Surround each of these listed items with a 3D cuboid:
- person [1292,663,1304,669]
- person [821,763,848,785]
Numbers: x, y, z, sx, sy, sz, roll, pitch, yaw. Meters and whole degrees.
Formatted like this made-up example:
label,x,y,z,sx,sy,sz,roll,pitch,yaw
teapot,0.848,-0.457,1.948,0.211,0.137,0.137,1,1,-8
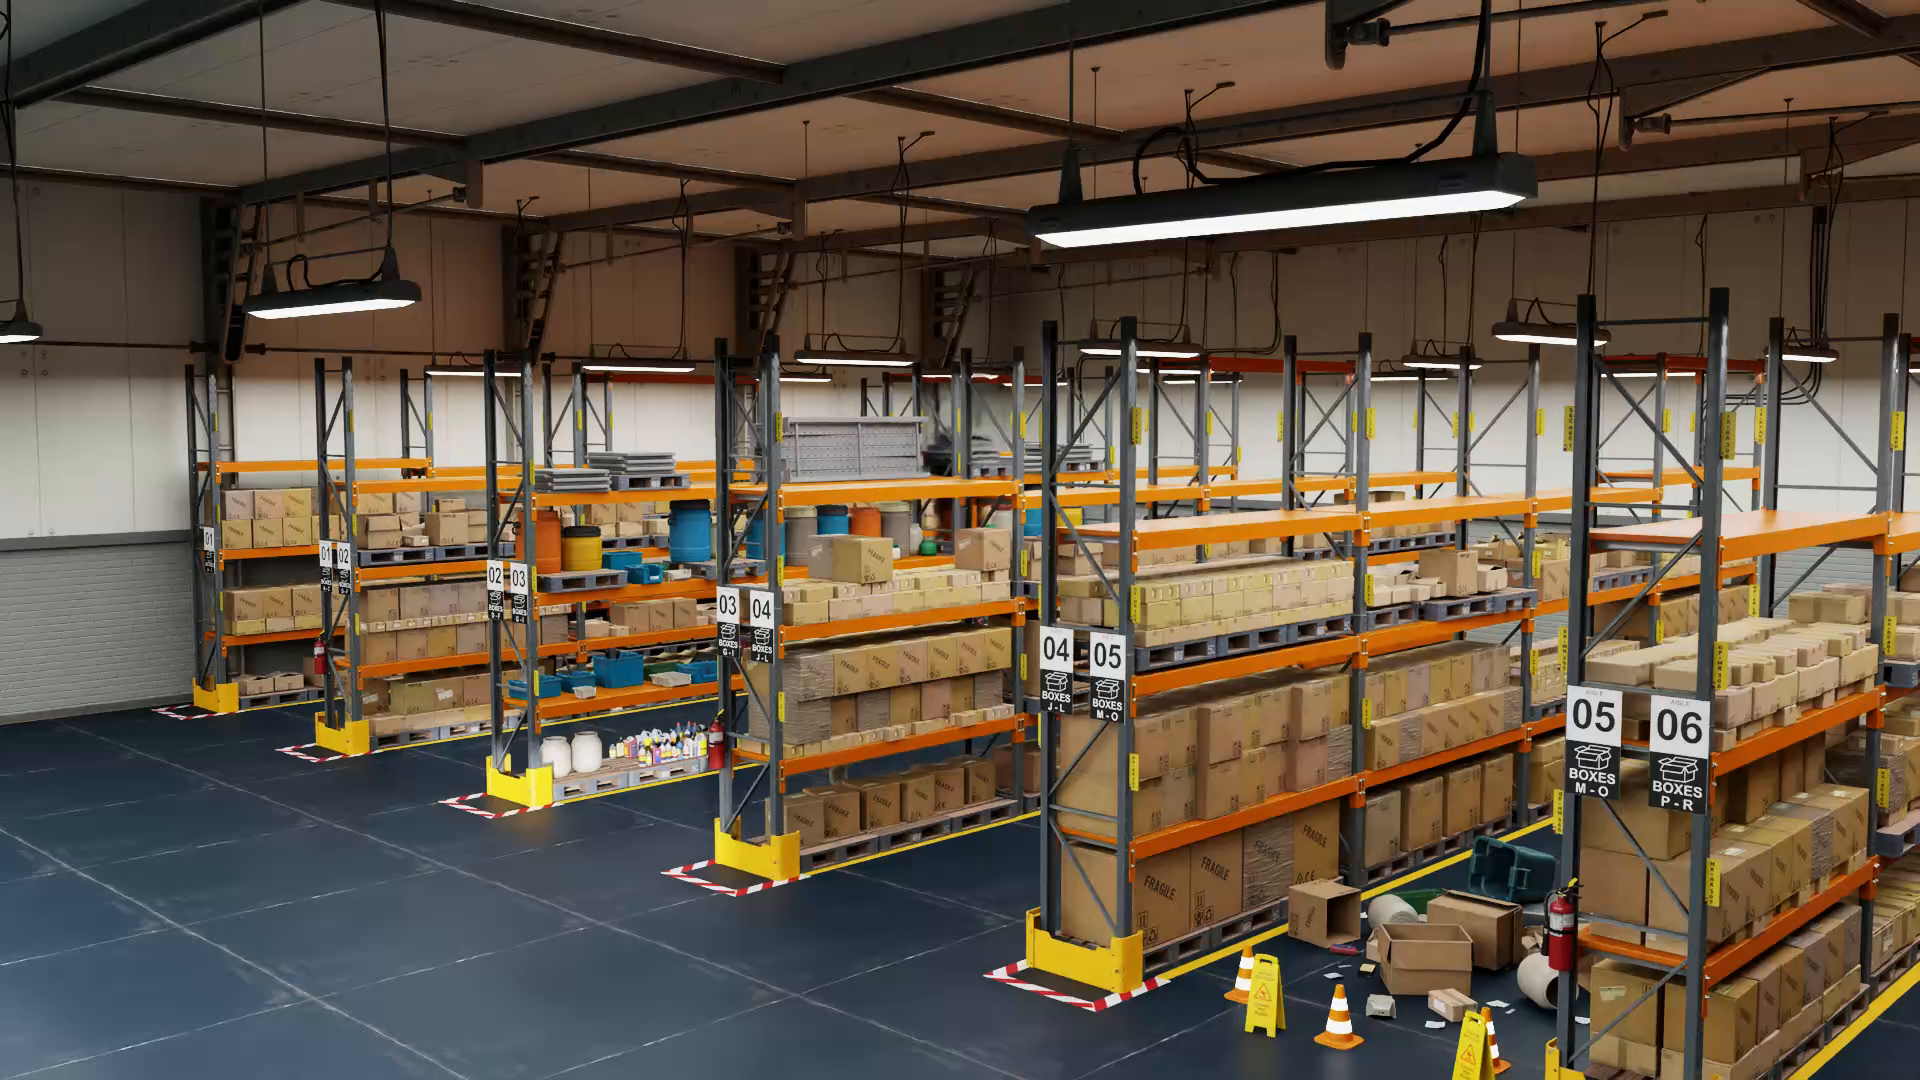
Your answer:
label,x,y,z,sx,sy,sz,roll,pitch,yaw
person,4.707,2.514,23.356,0.571,1.657,0.968,3,5,37
person,-1.626,2.626,22.320,0.650,1.680,0.652,3,5,32
